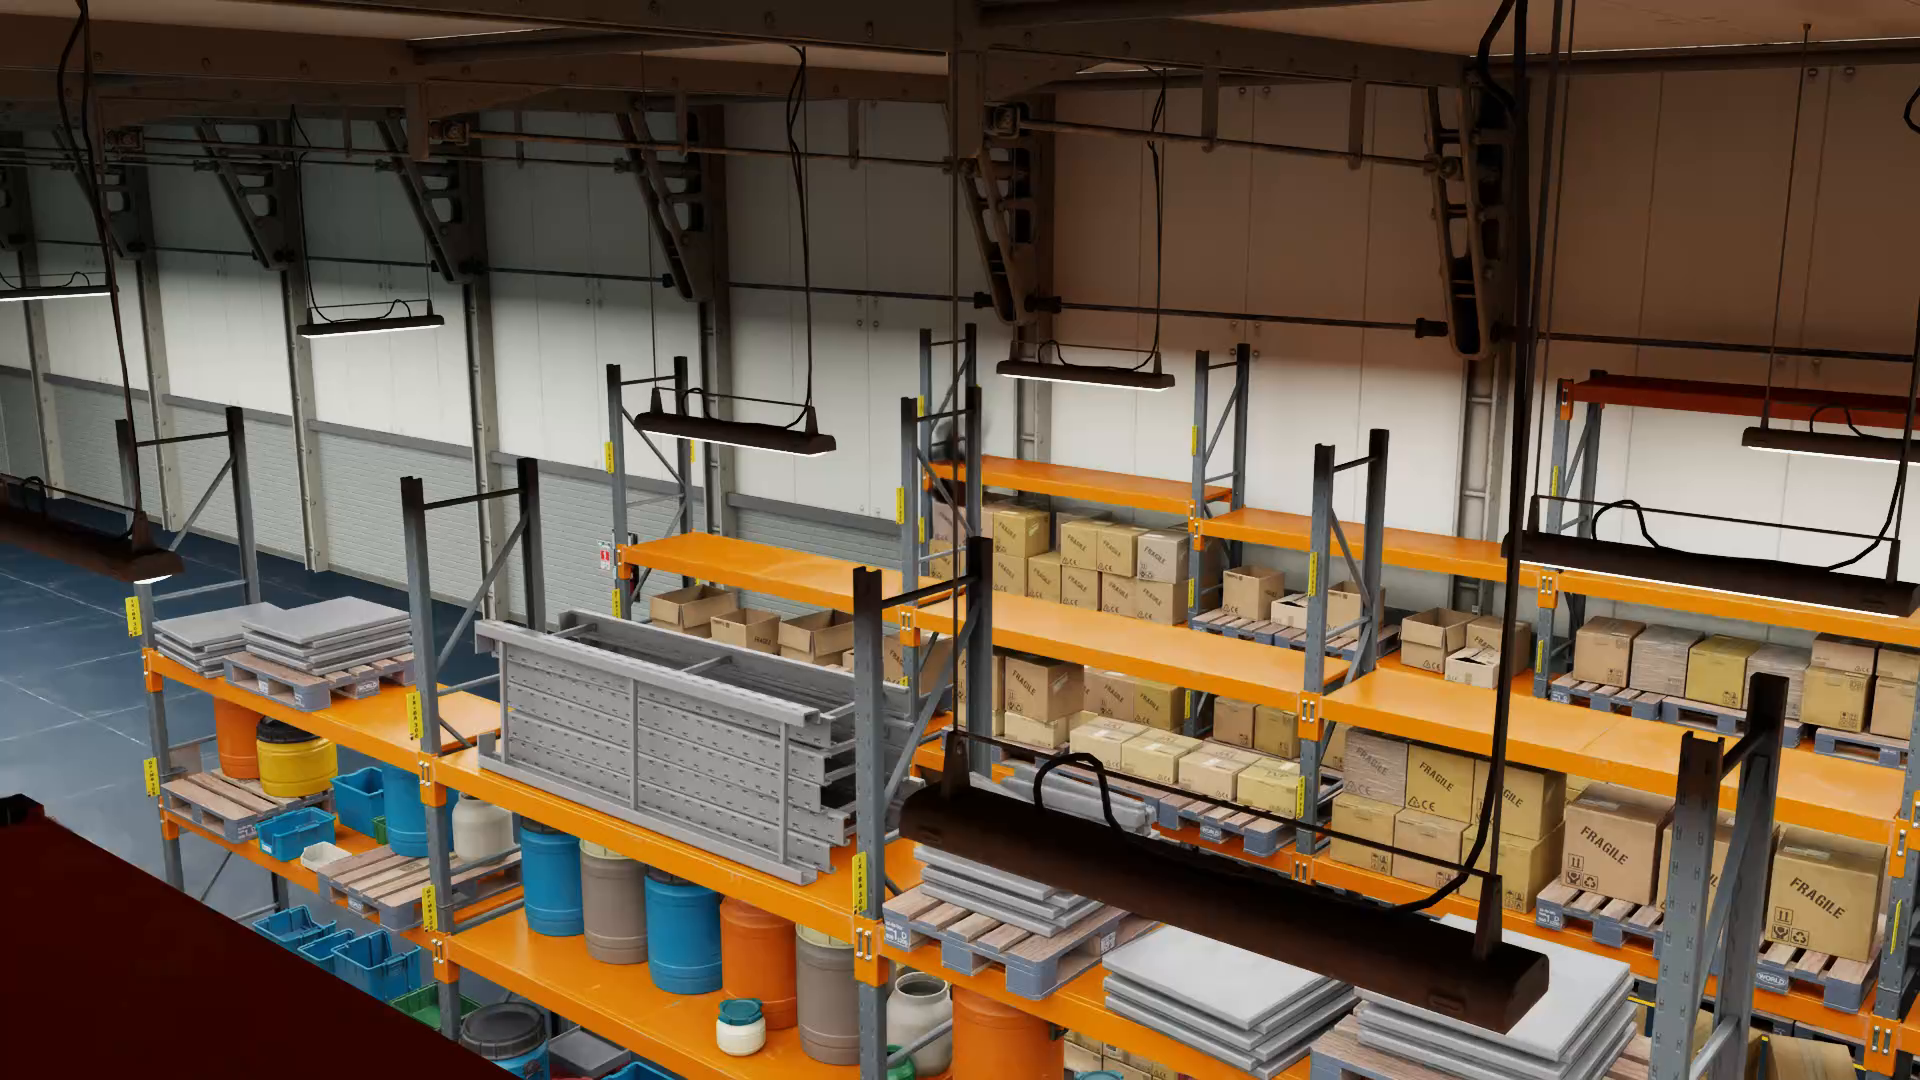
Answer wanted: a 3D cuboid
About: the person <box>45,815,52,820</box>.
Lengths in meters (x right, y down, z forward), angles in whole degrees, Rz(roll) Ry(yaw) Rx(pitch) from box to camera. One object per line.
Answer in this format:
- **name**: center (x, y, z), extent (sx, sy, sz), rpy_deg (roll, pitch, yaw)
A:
- **person**: center (-9.311, 3.551, 16.957), extent (0.666, 1.579, 0.512), rpy_deg (-9, 15, -34)
